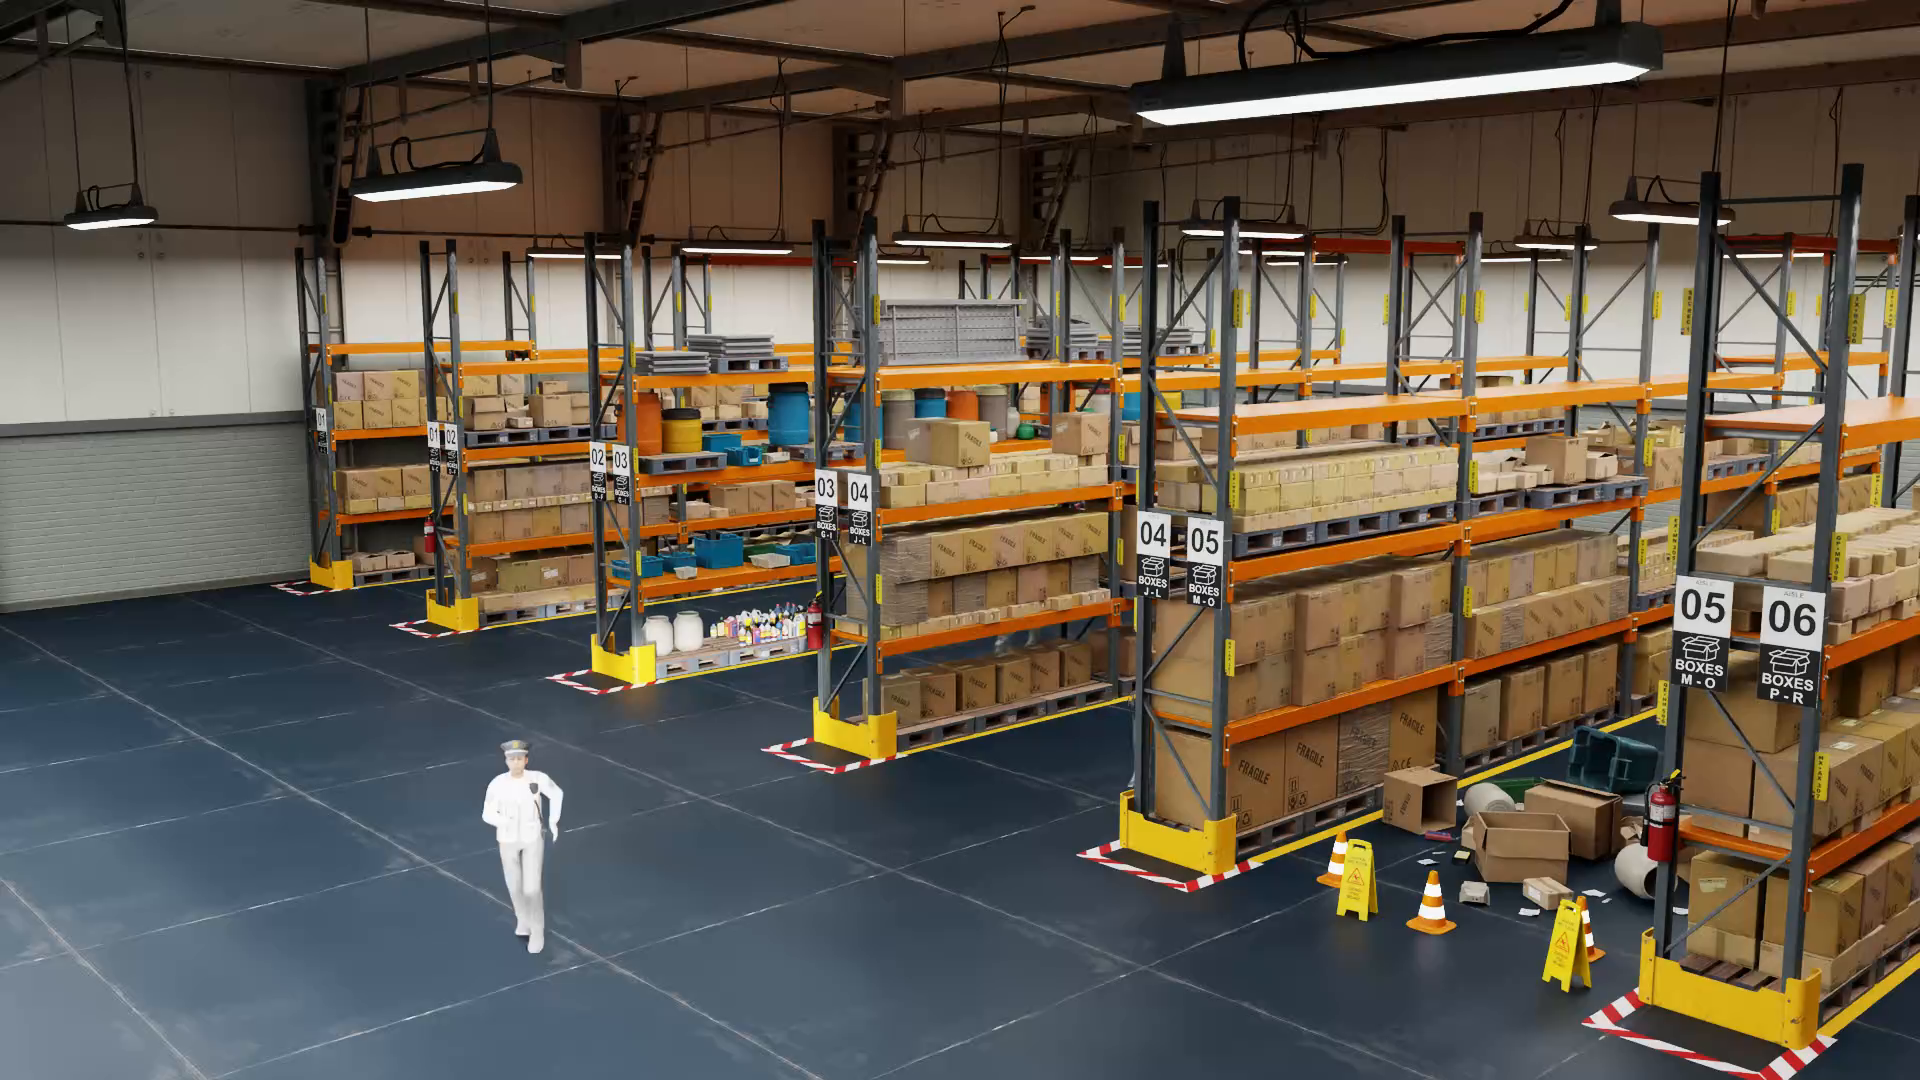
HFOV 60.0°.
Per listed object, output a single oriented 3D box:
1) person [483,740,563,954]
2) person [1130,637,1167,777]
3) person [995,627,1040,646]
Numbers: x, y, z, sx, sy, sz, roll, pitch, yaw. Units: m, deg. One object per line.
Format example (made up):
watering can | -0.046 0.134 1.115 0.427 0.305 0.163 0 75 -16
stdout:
person | -3.463 2.420 13.161 0.579 1.725 0.657 -1 8 -6
person | 2.072 1.769 17.687 0.547 1.503 0.717 8 11 42
person | 0.807 0.596 22.822 0.596 1.707 0.687 7 11 41
